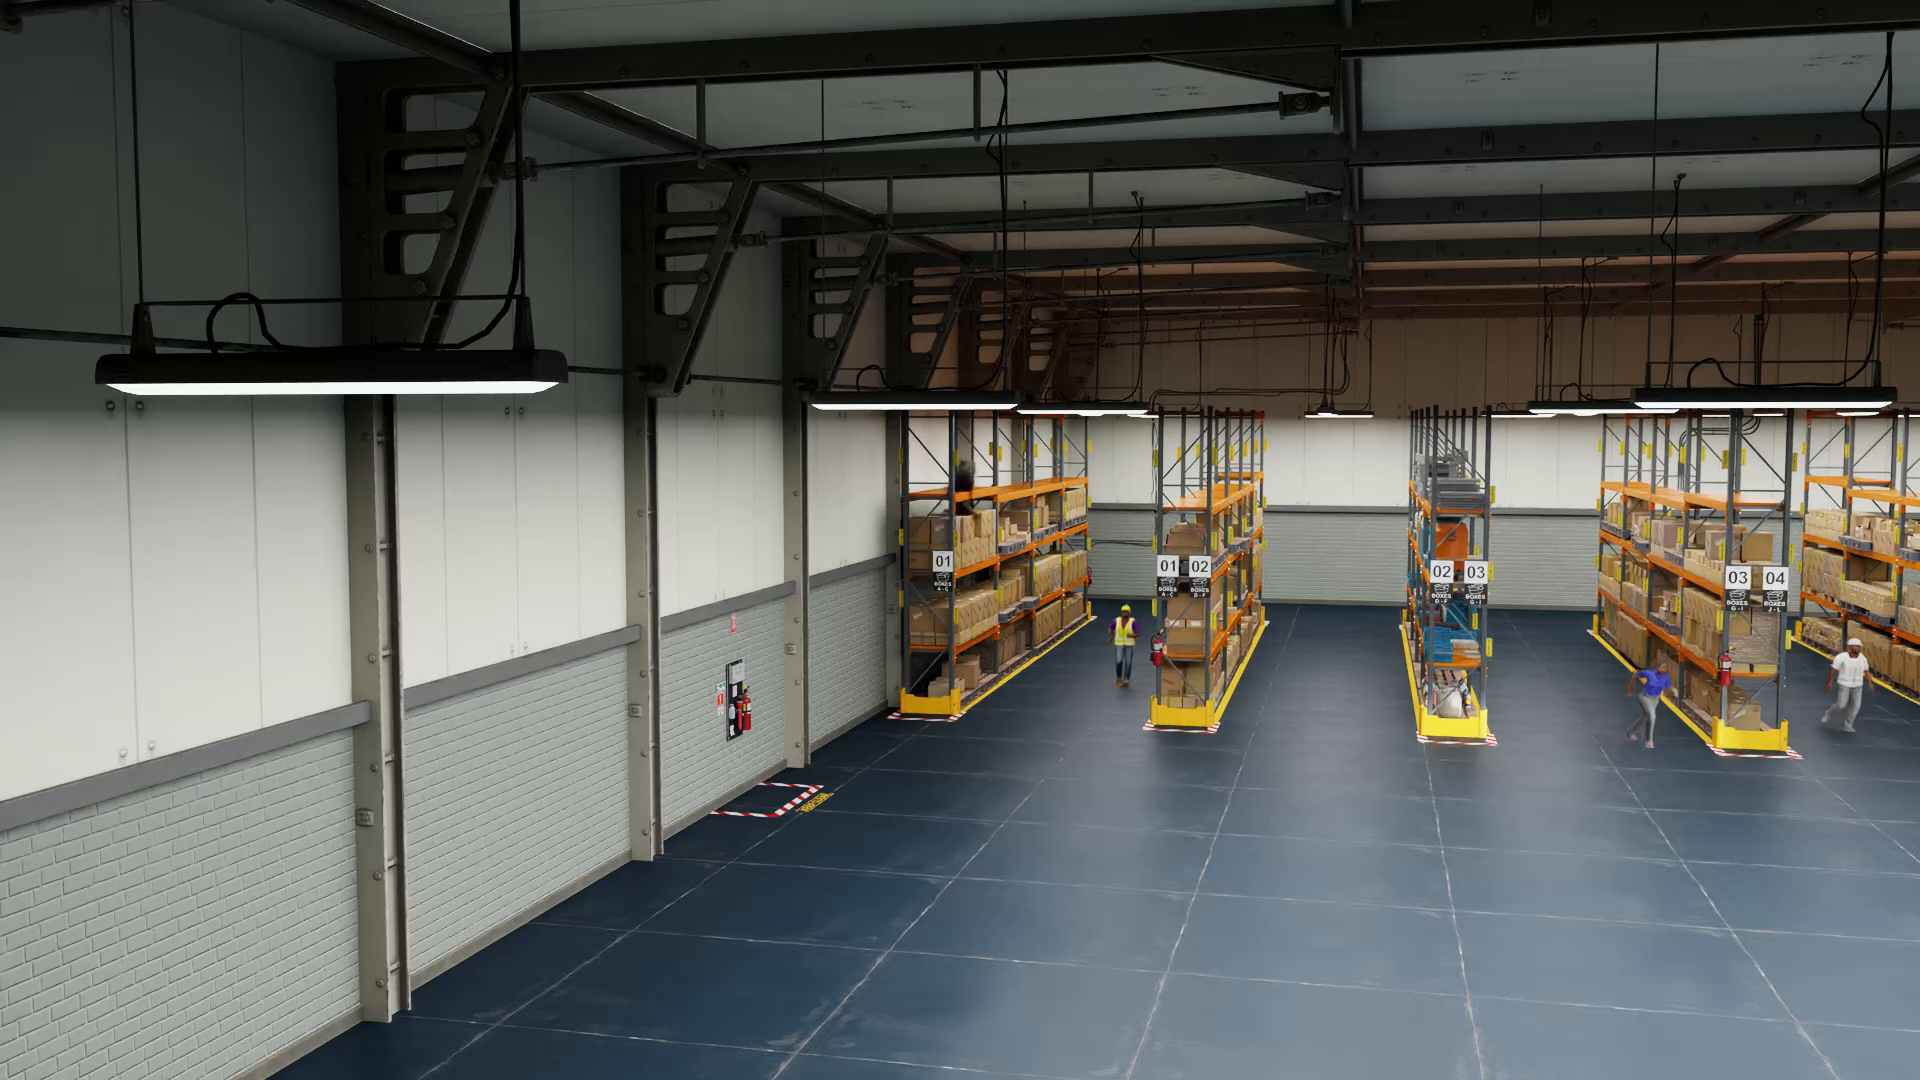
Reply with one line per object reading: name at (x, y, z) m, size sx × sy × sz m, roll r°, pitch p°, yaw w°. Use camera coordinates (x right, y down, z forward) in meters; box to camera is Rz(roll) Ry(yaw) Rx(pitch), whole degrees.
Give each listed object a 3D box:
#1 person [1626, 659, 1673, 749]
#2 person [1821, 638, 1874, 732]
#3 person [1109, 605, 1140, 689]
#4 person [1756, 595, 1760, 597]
person at (12.131, 2.836, 29.217) m, size 0.564 × 1.551 × 1.001 m, roll -1°, pitch 4°, yaw -13°
person at (16.345, 2.655, 30.647) m, size 0.734 × 1.730 × 0.667 m, roll 0°, pitch 4°, yaw 2°
person at (3.520, 2.289, 35.638) m, size 0.671 × 1.788 × 0.726 m, roll 0°, pitch 4°, yaw 6°
person at (21.489, 1.704, 45.295) m, size 0.588 × 1.542 × 0.525 m, roll 4°, pitch 6°, yaw 42°
